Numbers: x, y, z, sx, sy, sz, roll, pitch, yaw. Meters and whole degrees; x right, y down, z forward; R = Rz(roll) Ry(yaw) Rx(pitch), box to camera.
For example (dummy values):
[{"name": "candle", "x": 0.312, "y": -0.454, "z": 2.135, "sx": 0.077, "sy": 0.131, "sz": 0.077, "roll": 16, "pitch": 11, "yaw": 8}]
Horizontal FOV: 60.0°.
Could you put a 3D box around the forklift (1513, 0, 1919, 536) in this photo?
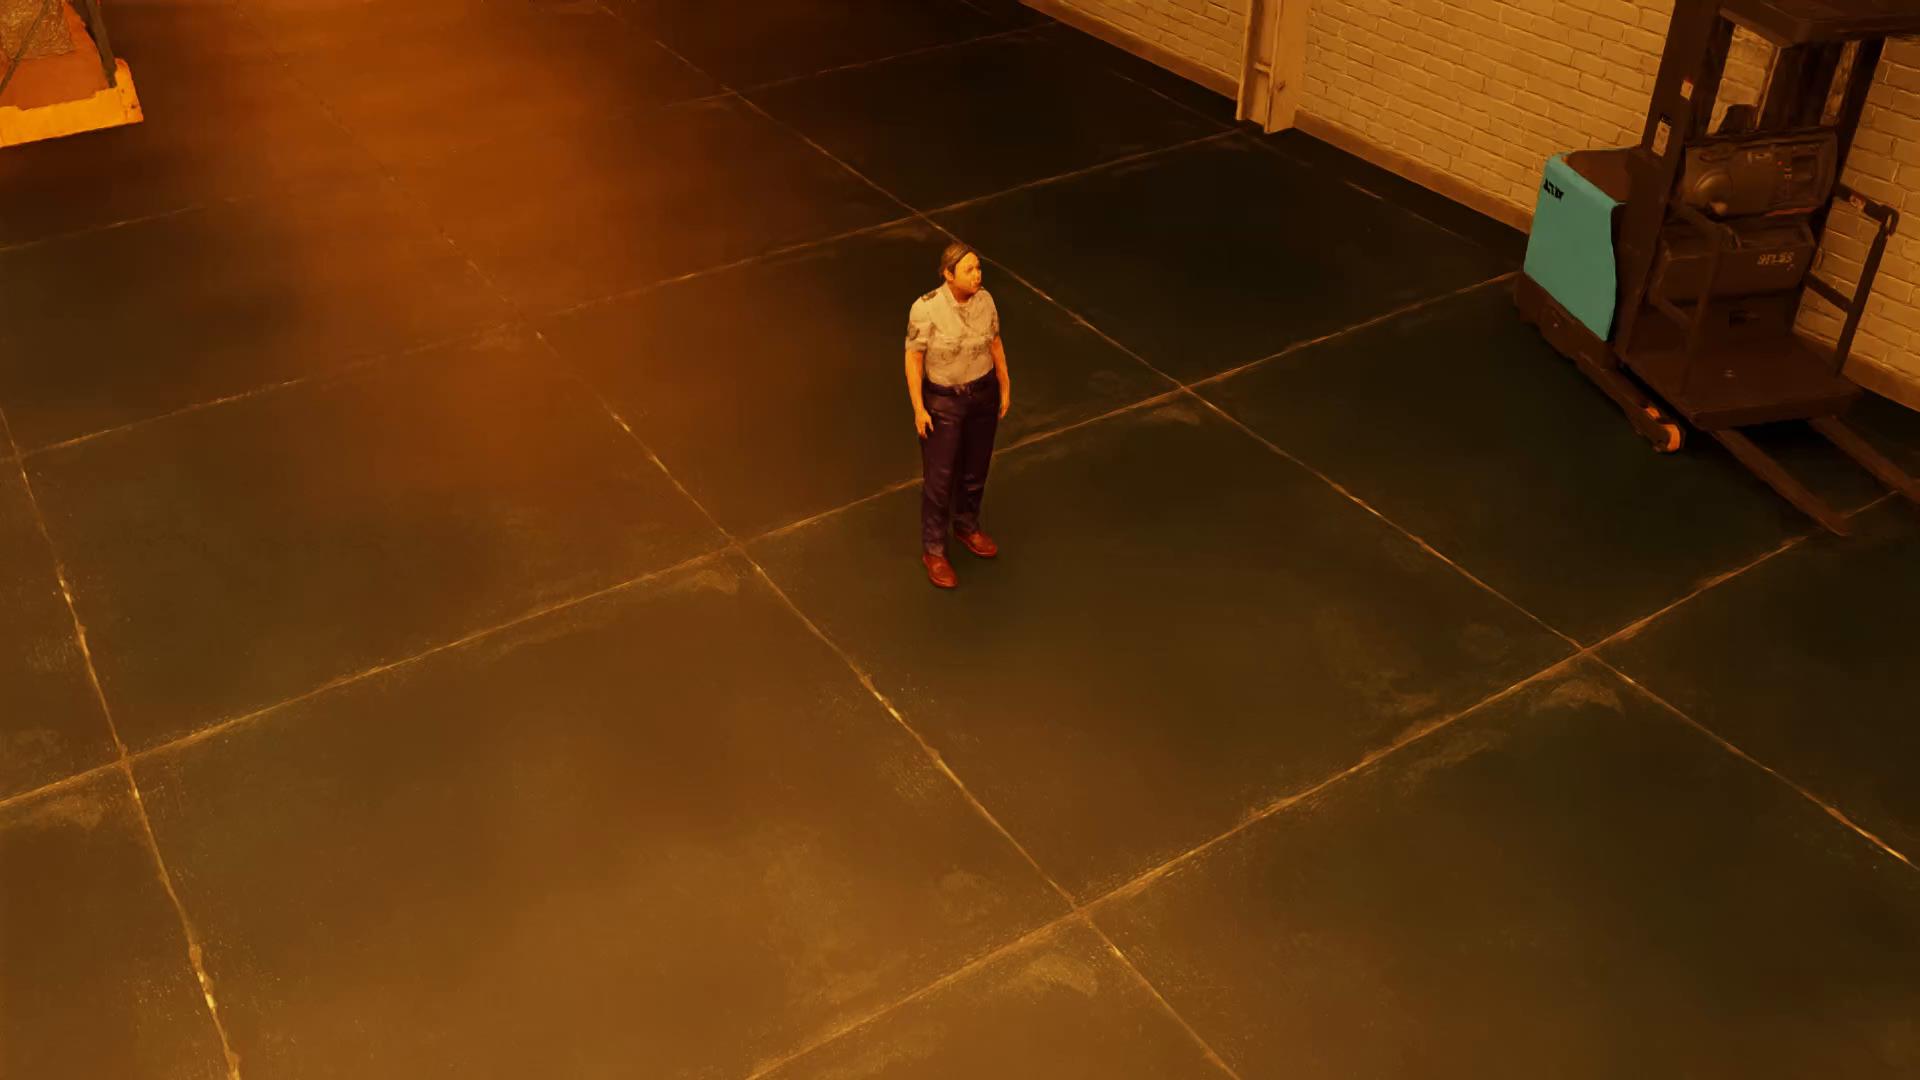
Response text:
[{"name": "forklift", "x": 4.407, "y": -1.930, "z": 8.895, "sx": 1.130, "sy": 2.935, "sz": 3.031, "roll": -8, "pitch": 36, "yaw": -11}]

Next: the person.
[{"name": "person", "x": 0.030, "y": -0.629, "z": 8.148, "sx": 0.599, "sy": 1.650, "sz": 0.502, "roll": -21, "pitch": 40, "yaw": -27}]
